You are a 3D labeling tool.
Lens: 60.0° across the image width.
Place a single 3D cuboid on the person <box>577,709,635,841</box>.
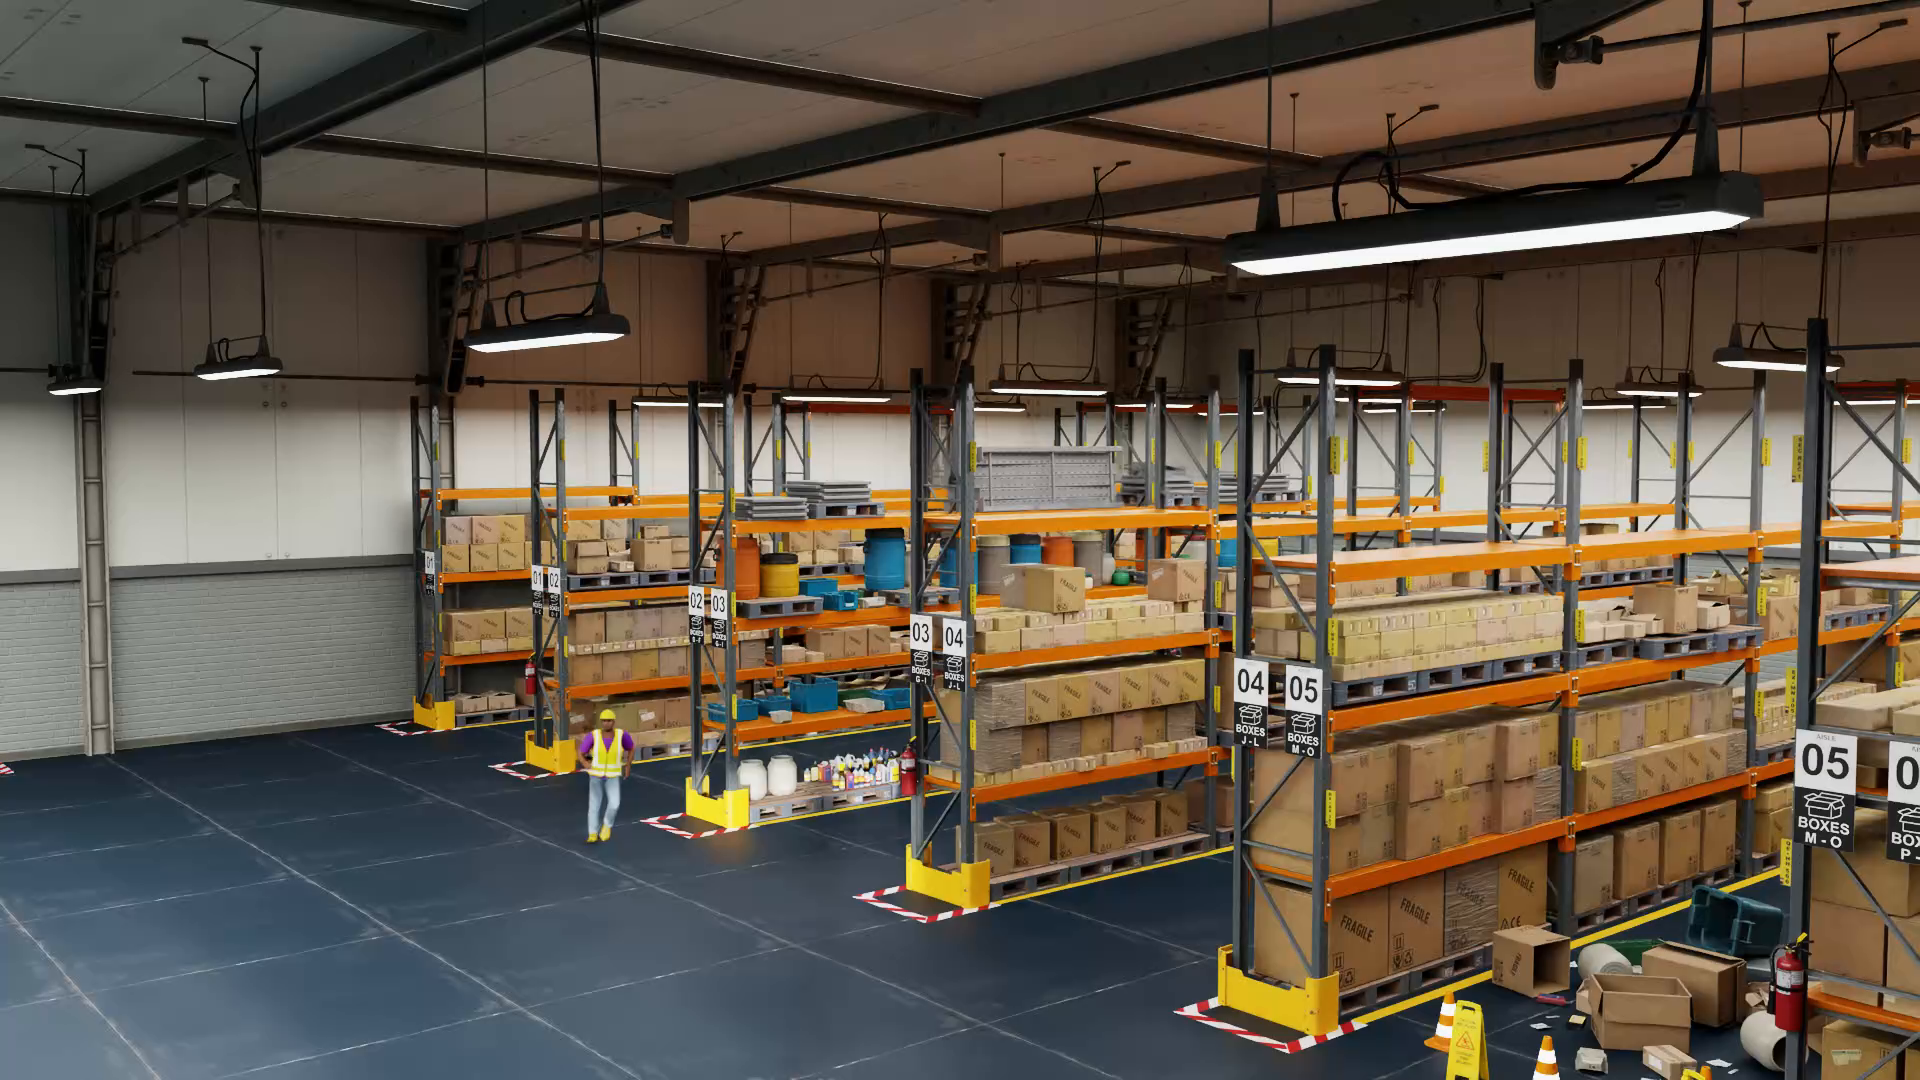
[{"bbox_3d":[-4.546,3.035,21.385,0.734,1.713,0.635,-1,3,-13],"label":"person"}]
